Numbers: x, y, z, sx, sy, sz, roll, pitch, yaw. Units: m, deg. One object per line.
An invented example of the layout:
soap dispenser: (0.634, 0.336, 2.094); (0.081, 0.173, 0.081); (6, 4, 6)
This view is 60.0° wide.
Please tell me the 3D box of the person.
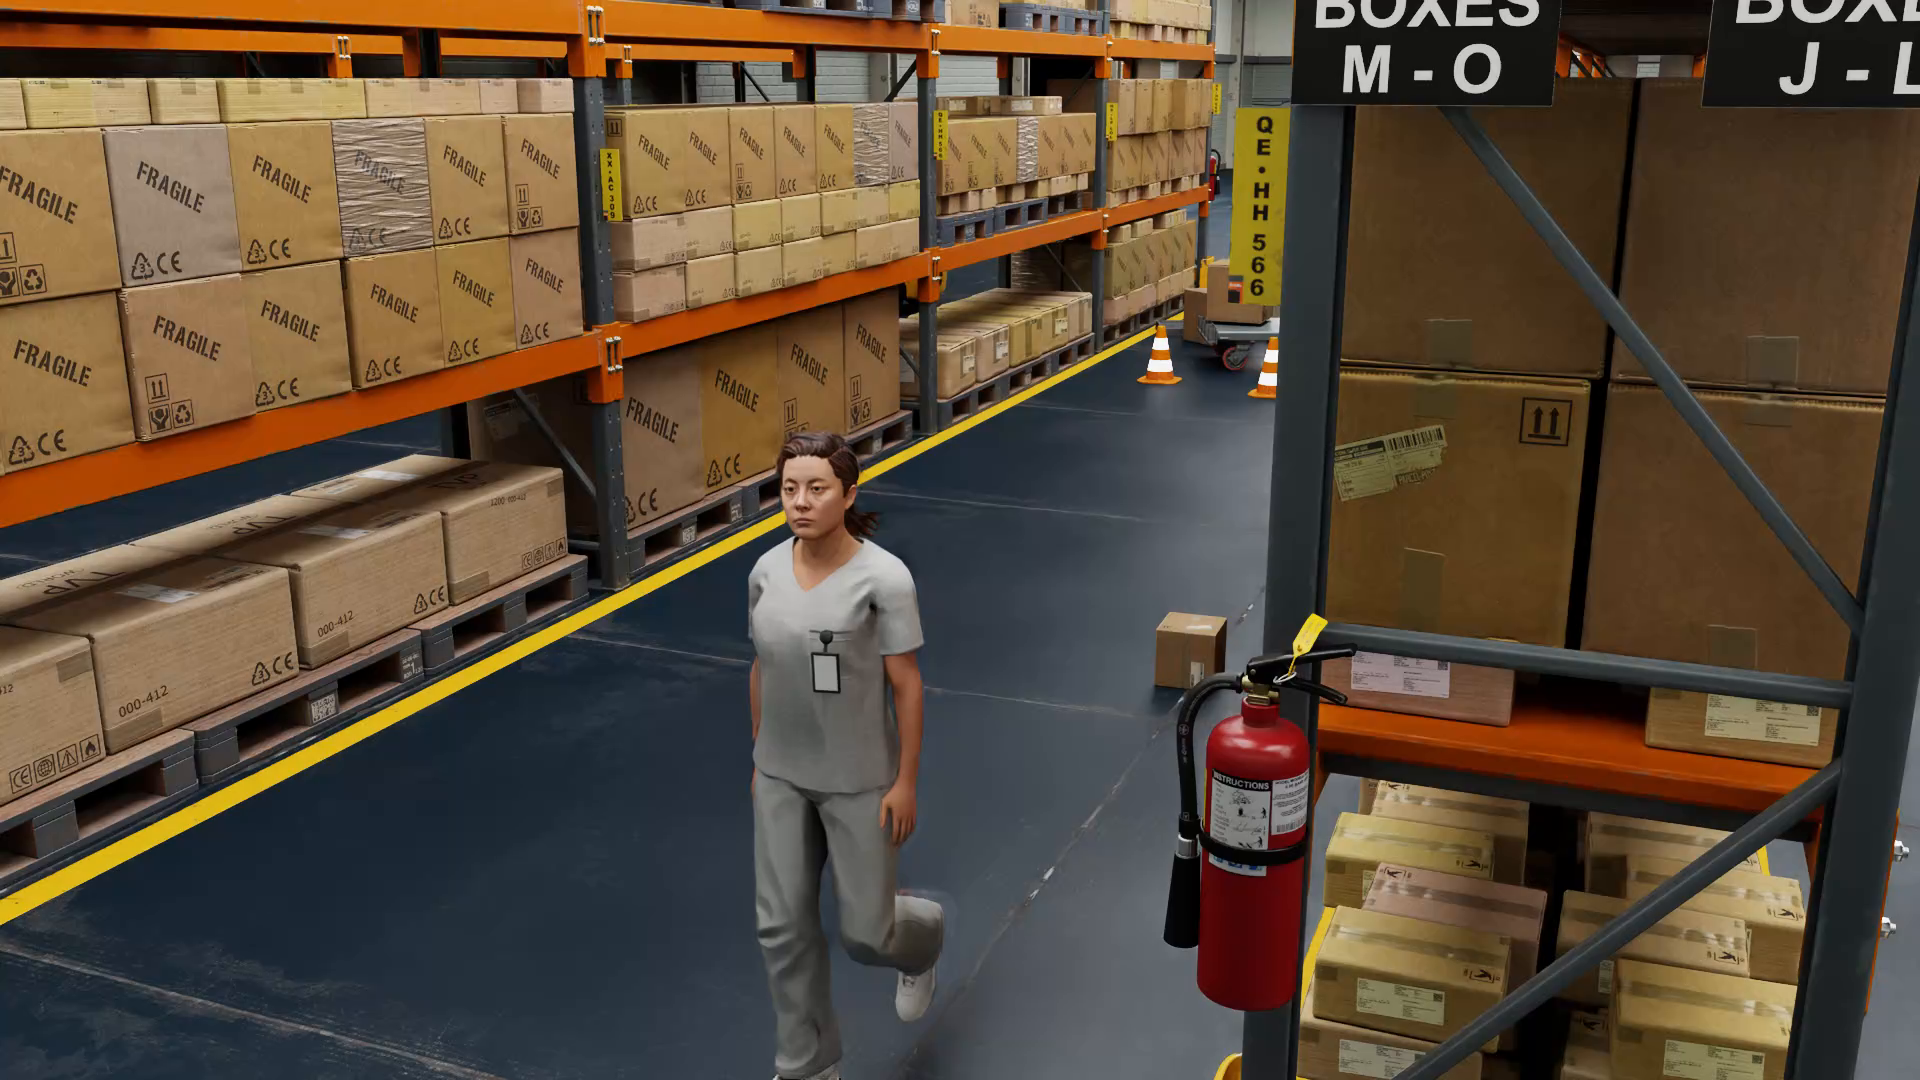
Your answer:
person: (-0.278, 0.545, 3.999); (0.461, 1.655, 0.678); (7, 17, 24)
